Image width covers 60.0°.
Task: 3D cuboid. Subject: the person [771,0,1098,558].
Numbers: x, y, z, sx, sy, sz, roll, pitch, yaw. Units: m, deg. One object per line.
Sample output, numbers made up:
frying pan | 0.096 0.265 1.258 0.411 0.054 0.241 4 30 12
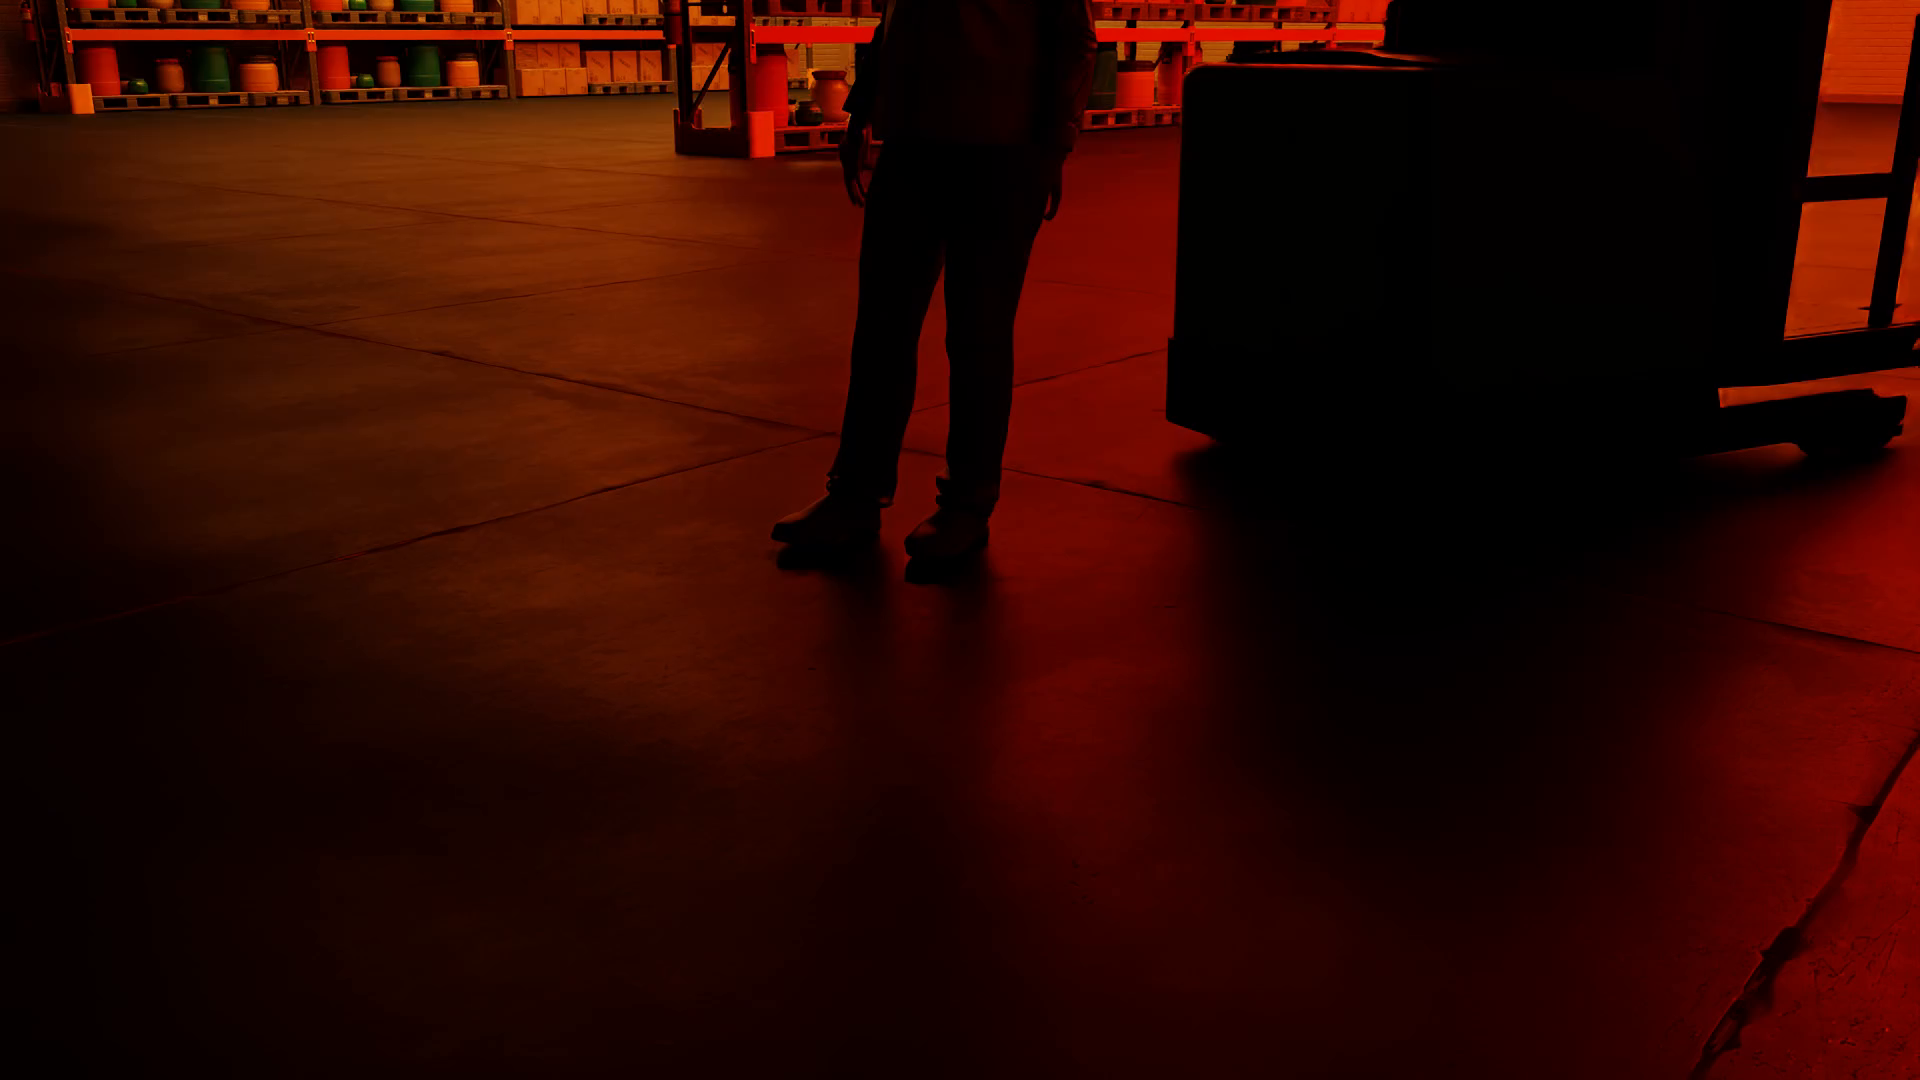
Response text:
person | -0.046 -0.843 3.640 0.633 1.775 0.566 13 21 37

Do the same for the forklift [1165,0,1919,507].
forklift | 2.151 -1.764 4.706 3.031 2.935 1.130 -8 19 -26
